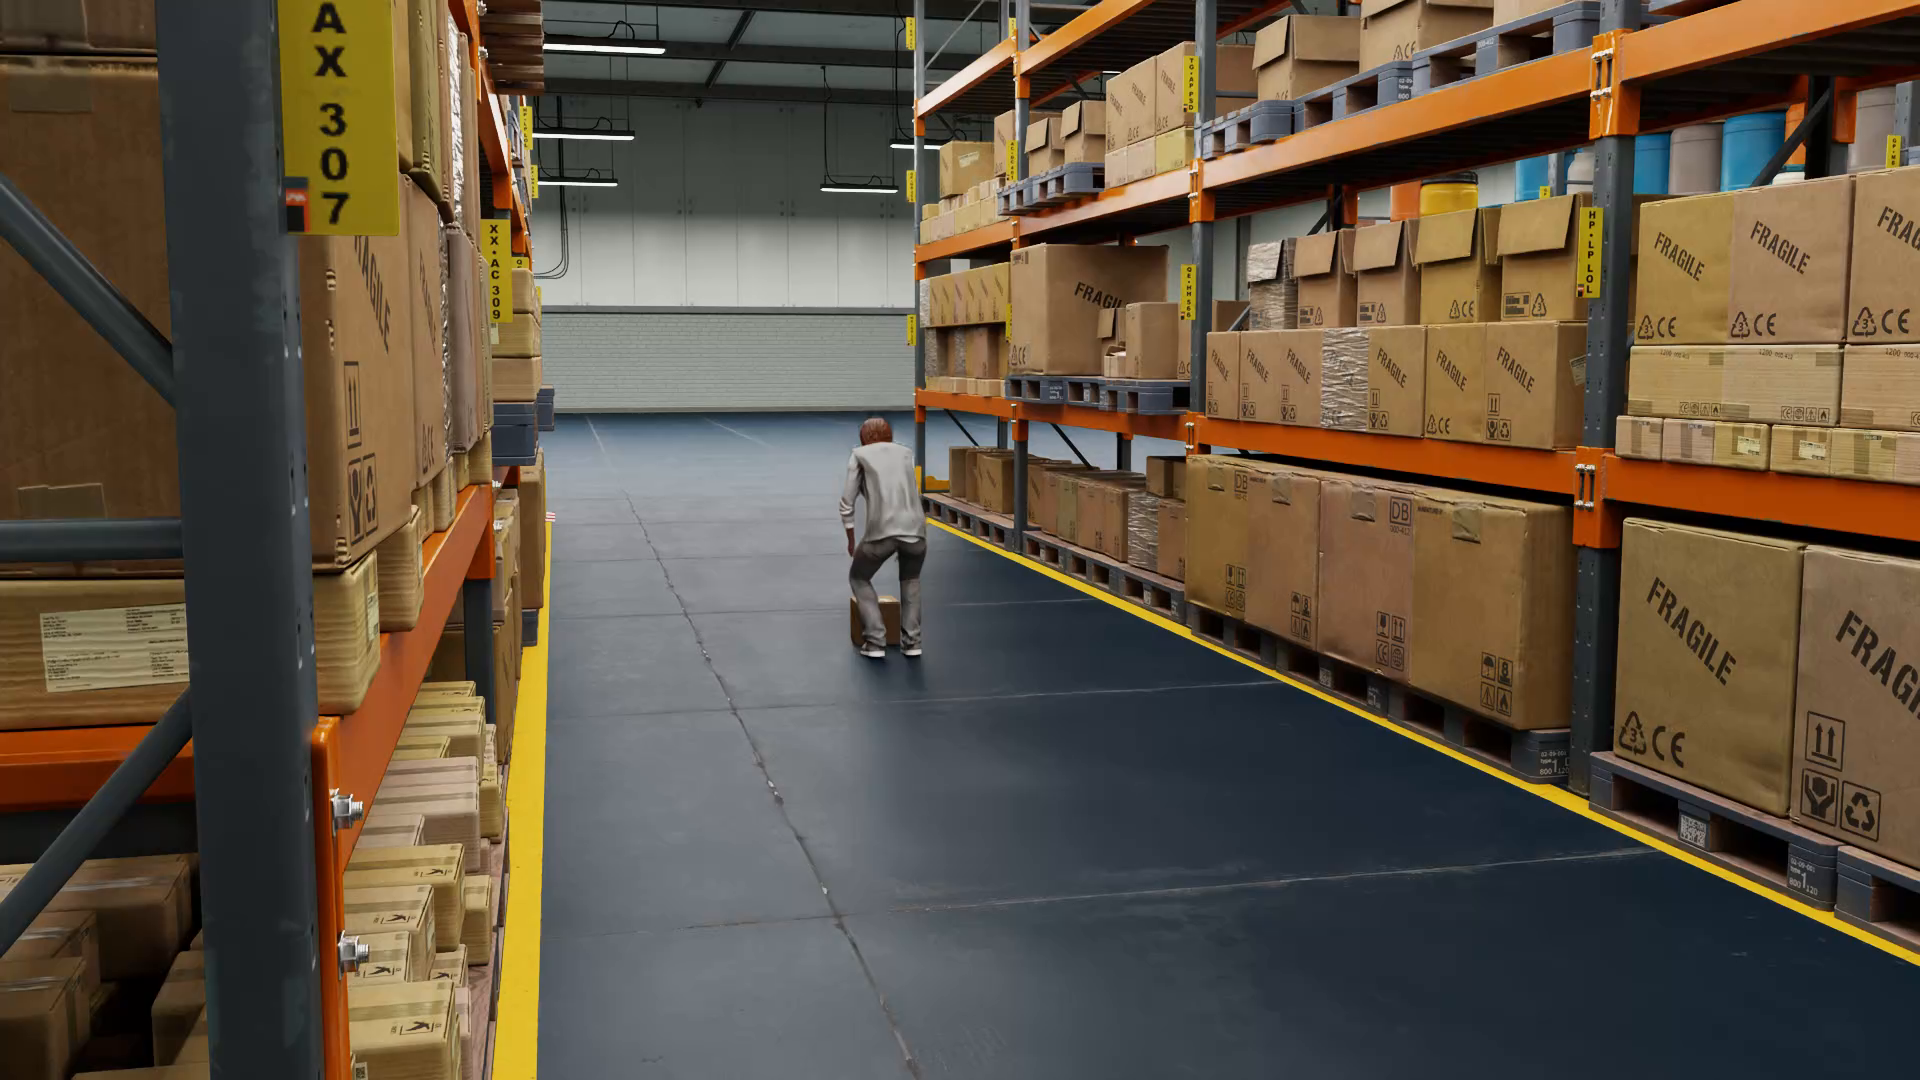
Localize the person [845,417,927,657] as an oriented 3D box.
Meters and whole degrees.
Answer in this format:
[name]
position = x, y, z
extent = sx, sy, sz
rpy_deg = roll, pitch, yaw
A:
[person]
position = -0.422, -0.001, 9.253
extent = 0.438, 1.302, 0.640
rpy_deg = -2, 7, -13
